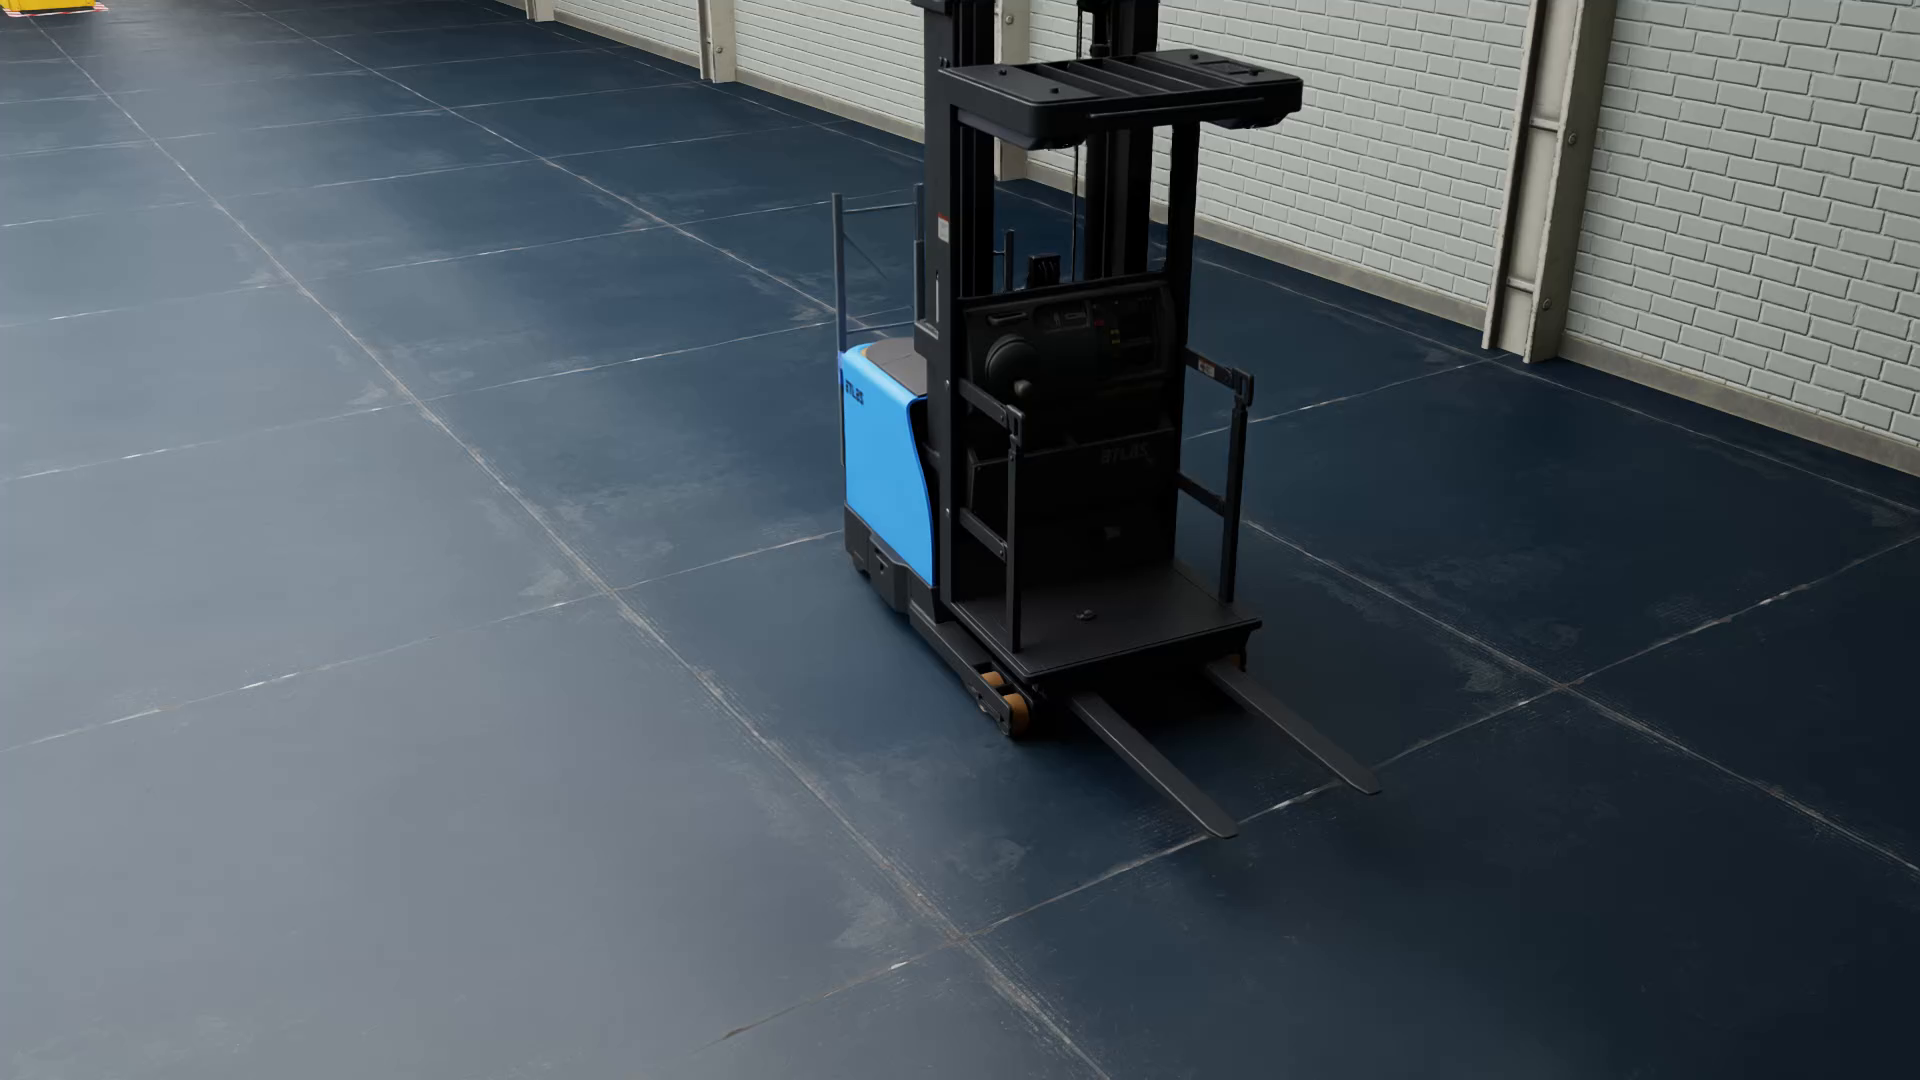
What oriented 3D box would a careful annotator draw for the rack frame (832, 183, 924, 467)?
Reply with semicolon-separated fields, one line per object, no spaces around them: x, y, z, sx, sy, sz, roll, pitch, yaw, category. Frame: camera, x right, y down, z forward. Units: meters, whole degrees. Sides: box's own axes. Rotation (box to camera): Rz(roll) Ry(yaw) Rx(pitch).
-0.420;-1.132;8.892;0.500;1.500;0.032;-12;28;-23;rack frame

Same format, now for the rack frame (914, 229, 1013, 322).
0.018;-0.741;8.062;0.500;1.500;0.032;-12;28;-23;rack frame

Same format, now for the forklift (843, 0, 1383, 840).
0.538;-0.763;6.432;1.130;2.935;3.031;-12;28;-23;forklift

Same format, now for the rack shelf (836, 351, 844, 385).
-0.201;-0.774;8.554;0.538;0.185;1.000;-12;28;-23;rack shelf

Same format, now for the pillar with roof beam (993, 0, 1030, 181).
-3.219;-6.447;11.365;9.100;9.000;0.400;-16;29;-30;pillar with roof beam

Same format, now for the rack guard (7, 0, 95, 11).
-14.012;-8.455;25.575;1.175;0.500;0.348;-16;29;-30;rack guard

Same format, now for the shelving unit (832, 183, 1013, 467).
-0.201;-0.936;8.477;0.538;1.500;1.048;-12;28;-23;shelving unit

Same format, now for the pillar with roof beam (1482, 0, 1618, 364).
0.056;-4.301;6.819;9.100;9.000;0.400;-16;29;-30;pillar with roof beam

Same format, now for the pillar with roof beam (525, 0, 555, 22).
-9.770;-10.739;20.457;9.100;9.000;0.400;-16;29;-30;pillar with roof beam

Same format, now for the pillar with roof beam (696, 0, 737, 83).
-6.494;-8.593;15.911;9.100;9.000;0.400;-16;29;-30;pillar with roof beam
